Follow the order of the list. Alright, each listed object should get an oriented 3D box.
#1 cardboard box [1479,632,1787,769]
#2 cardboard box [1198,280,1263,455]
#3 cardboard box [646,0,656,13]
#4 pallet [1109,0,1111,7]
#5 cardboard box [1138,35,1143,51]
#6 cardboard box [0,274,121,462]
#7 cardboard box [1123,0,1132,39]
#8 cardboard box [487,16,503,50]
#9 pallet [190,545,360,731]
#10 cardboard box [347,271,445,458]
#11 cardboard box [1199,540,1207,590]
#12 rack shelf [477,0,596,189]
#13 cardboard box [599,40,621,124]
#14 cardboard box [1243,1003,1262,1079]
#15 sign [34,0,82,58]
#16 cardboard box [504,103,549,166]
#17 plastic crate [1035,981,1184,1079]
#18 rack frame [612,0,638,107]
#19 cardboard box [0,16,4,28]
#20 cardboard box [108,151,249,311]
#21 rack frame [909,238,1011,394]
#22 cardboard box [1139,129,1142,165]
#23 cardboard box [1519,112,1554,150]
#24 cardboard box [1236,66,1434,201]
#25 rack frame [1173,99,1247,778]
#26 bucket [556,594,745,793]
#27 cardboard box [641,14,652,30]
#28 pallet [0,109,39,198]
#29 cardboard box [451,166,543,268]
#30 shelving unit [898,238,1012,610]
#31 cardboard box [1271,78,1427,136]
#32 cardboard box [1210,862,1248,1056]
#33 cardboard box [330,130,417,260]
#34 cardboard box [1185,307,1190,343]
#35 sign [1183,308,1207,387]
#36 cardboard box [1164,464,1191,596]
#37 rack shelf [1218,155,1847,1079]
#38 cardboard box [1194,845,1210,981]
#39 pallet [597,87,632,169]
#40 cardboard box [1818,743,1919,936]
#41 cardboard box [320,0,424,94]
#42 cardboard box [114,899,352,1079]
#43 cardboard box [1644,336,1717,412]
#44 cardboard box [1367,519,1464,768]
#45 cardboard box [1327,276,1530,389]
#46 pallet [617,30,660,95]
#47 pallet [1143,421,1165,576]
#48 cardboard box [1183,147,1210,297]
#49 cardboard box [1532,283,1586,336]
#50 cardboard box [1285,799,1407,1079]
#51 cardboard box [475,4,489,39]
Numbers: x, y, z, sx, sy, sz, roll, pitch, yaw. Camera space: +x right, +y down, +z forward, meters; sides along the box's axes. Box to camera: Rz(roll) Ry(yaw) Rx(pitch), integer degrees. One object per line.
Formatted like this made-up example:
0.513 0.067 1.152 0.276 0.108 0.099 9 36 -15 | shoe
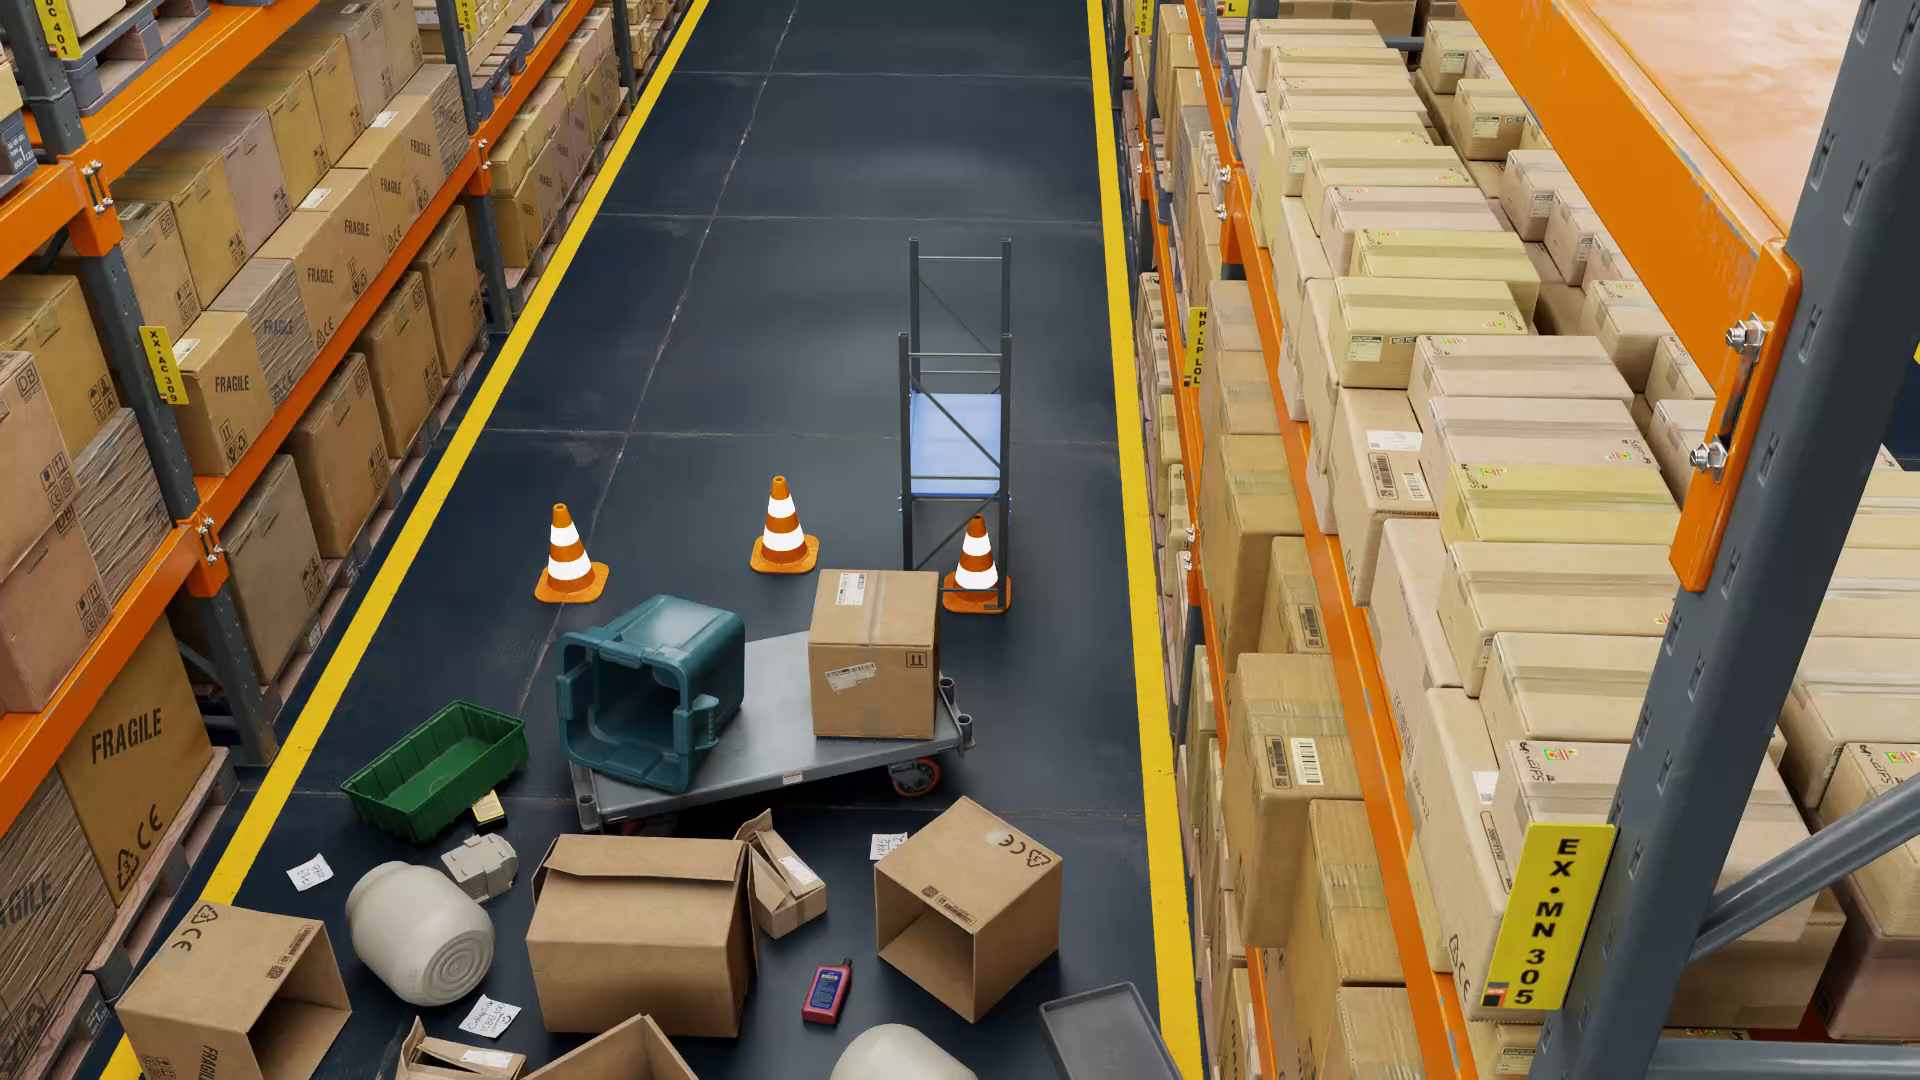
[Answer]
1.040 0.282 2.602 0.380 0.149 0.250 2 35 3 | cardboard box
1.199 -0.541 5.642 0.700 0.500 0.500 1 35 1 | cardboard box
-2.918 -4.798 14.770 0.380 0.149 0.250 3 35 4 | cardboard box
1.962 -5.509 16.352 1.003 0.211 1.213 1 35 2 | pallet
1.377 -3.237 10.389 0.500 0.250 0.500 0 35 1 | cardboard box
-3.566 -0.565 5.822 0.875 0.550 0.550 1 35 2 | cardboard box
1.388 -3.627 11.378 0.500 0.250 0.500 1 35 1 | cardboard box
-3.115 -3.202 10.497 0.380 0.149 0.250 3 35 4 | cardboard box
-3.561 0.422 7.911 1.003 0.211 1.213 1 35 2 | pallet
-3.502 -0.973 9.062 1.050 0.750 0.750 2 35 3 | cardboard box
1.100 0.059 6.221 0.380 0.149 0.250 1 35 2 | cardboard box
-3.276 -3.426 11.588 1.077 0.370 4.000 1 35 2 | rack shelf
-2.973 -3.588 13.001 0.500 0.500 0.500 1 35 1 | cardboard box
1.018 1.487 4.780 0.380 0.149 0.250 3 35 4 | cardboard box
-2.962 -1.733 5.425 0.100 0.325 0.005 1 35 2 | sign
-3.066 -2.709 11.099 0.500 0.250 0.500 1 35 1 | cardboard box
0.551 1.860 5.979 0.402 0.080 0.583 -10 36 -14 | plastic crate
-3.195 -4.870 13.016 1.000 3.000 0.127 1 35 2 | rack frame
-3.648 -2.062 6.090 0.500 0.250 0.500 2 35 2 | cardboard box
-3.484 -1.304 6.986 0.700 0.500 0.500 1 35 1 | cardboard box
0.000 -0.861 8.616 0.500 1.500 0.032 1 34 1 | rack frame
1.781 -3.239 12.178 0.875 0.875 0.875 2 35 3 | cardboard box
1.726 -1.030 4.469 0.380 0.149 0.250 2 35 3 | cardboard box
1.142 -1.258 5.140 0.500 0.250 0.500 1 35 1 | cardboard box
1.434 -0.217 6.396 1.000 3.000 0.127 1 35 2 | rack frame
-1.218 0.575 6.793 0.726 0.611 0.620 13 27 18 | bucket
-2.931 -4.521 14.634 0.380 0.149 0.250 1 35 1 | cardboard box
-3.560 -0.995 4.971 1.003 0.211 1.213 1 35 2 | pallet
-3.073 -2.121 10.914 0.500 0.500 0.500 0 35 0 | cardboard box
-0.011 -0.574 8.196 0.538 1.500 1.048 1 34 1 | shelving unit
1.094 -1.193 4.701 0.380 0.149 0.250 0 35 0 | cardboard box
1.108 1.368 5.515 0.500 0.500 0.500 3 35 4 | cardboard box
-3.147 -1.774 8.524 0.500 0.500 0.500 1 35 1 | cardboard box
1.181 -0.888 7.204 0.380 0.149 0.250 1 35 1 | cardboard box
0.879 -0.702 6.078 0.100 0.325 0.005 1 35 2 | sign
1.478 -0.028 8.048 0.950 0.372 0.625 3 35 5 | cardboard box
1.353 -0.001 4.105 1.077 0.370 4.000 1 35 2 | rack shelf
1.130 1.376 6.156 0.500 0.250 0.500 3 35 5 | cardboard box
-3.225 -3.281 13.181 1.003 0.211 1.213 1 35 2 | pallet
1.491 0.431 2.390 0.380 0.149 0.250 1 35 2 | cardboard box
-3.384 -2.764 9.063 0.700 0.500 0.500 1 35 2 | cardboard box
-2.554 1.664 5.891 0.500 0.500 0.500 7 36 10 | cardboard box
1.648 -0.292 3.419 0.380 0.149 0.250 2 35 3 | cardboard box
1.059 0.204 3.059 0.500 0.250 0.500 1 35 1 | cardboard box
1.019 -0.453 3.647 0.380 0.149 0.250 2 35 3 | cardboard box
-3.204 -4.115 14.368 1.003 0.211 1.213 1 35 2 | pallet
1.510 -0.226 8.834 1.003 0.211 1.213 1 35 2 | pallet
1.268 -1.404 7.373 0.500 0.500 0.500 2 35 4 | cardboard box
1.625 -0.370 3.876 0.500 0.250 0.500 2 35 3 | cardboard box
1.103 0.920 3.562 0.700 0.500 0.500 2 35 2 | cardboard box
-3.127 -3.191 10.222 0.380 0.149 0.250 3 35 4 | cardboard box
